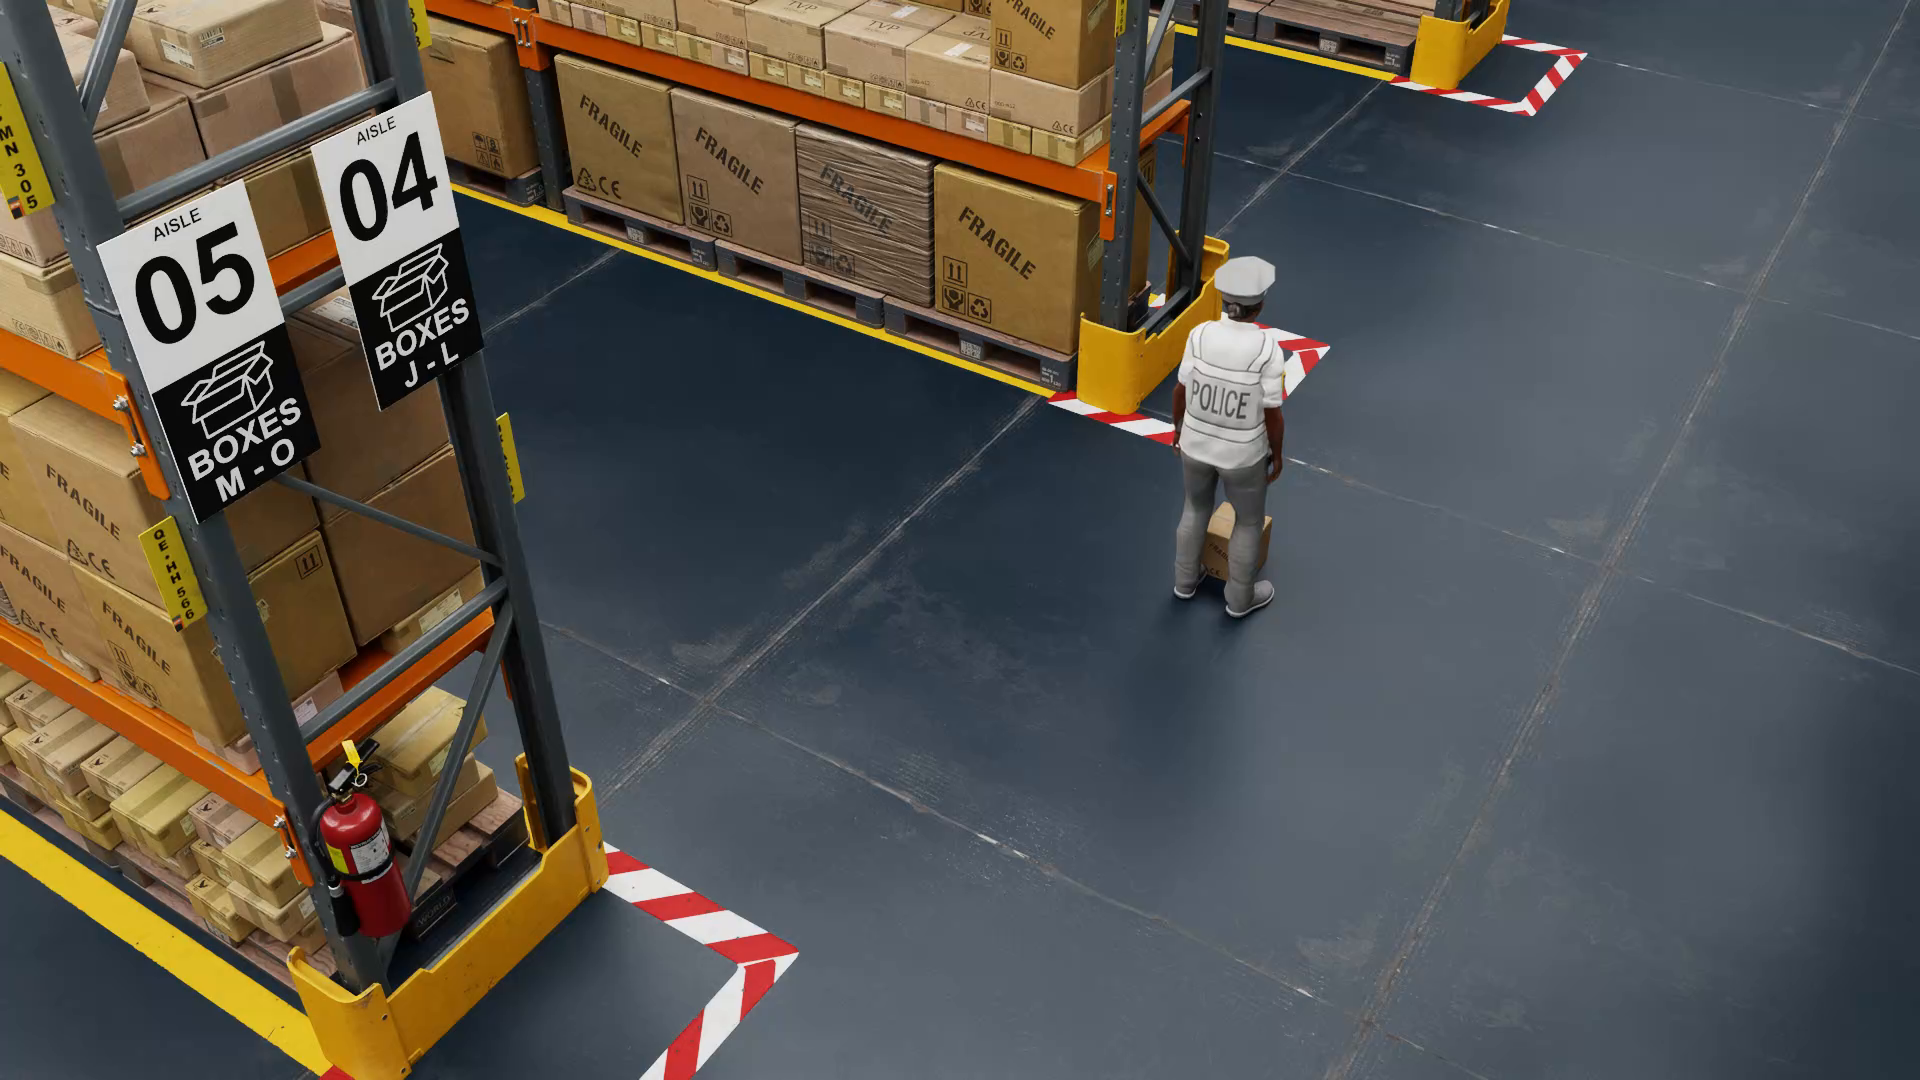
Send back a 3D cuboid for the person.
[{"bbox_3d":[1.163,-0.404,7.183,0.532,1.660,0.393,19,42,22],"label":"person"}]
